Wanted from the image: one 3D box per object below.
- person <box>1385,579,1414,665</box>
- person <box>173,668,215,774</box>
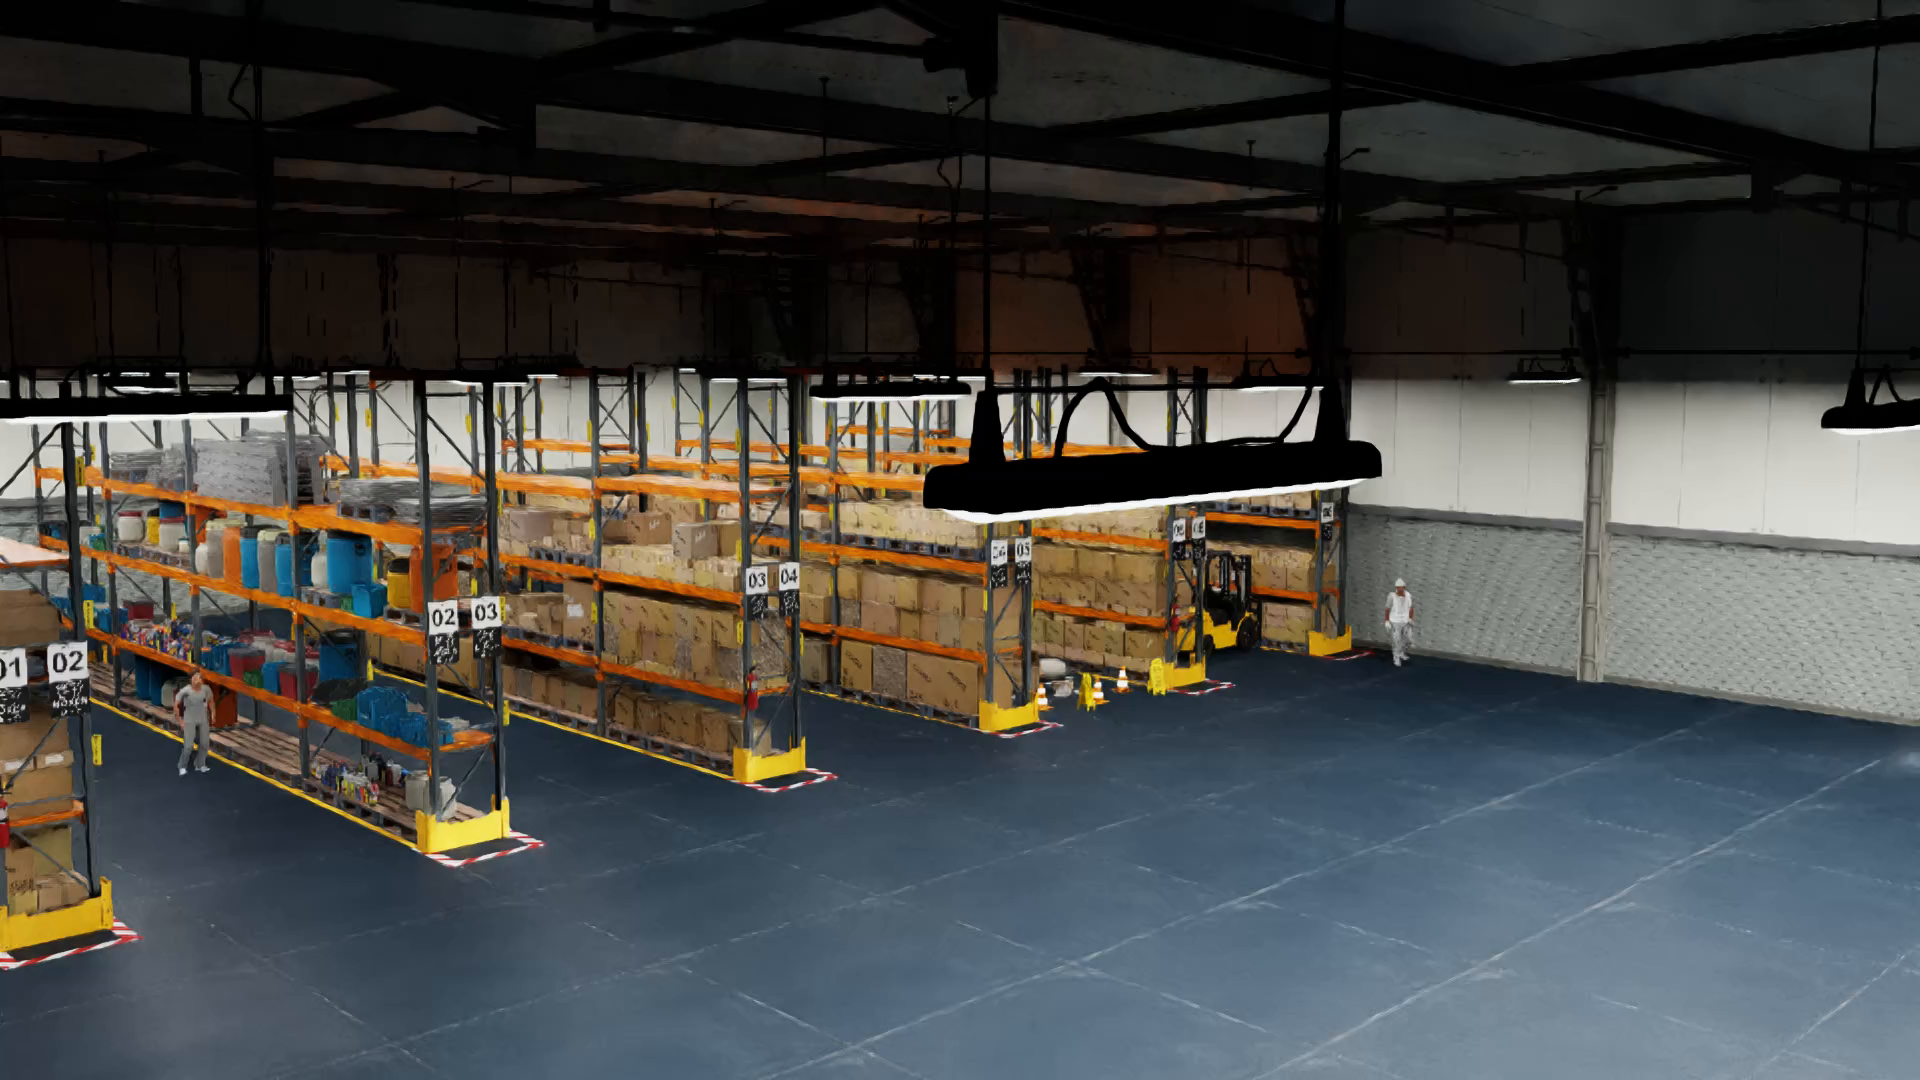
[{"bbox_3d":[8.912,1.648,33.747,0.603,1.777,0.575,-1,7,-8],"label":"person"},{"bbox_3d":[-11.513,2.716,25.013,0.503,1.617,0.580,6,9,44],"label":"person"}]
